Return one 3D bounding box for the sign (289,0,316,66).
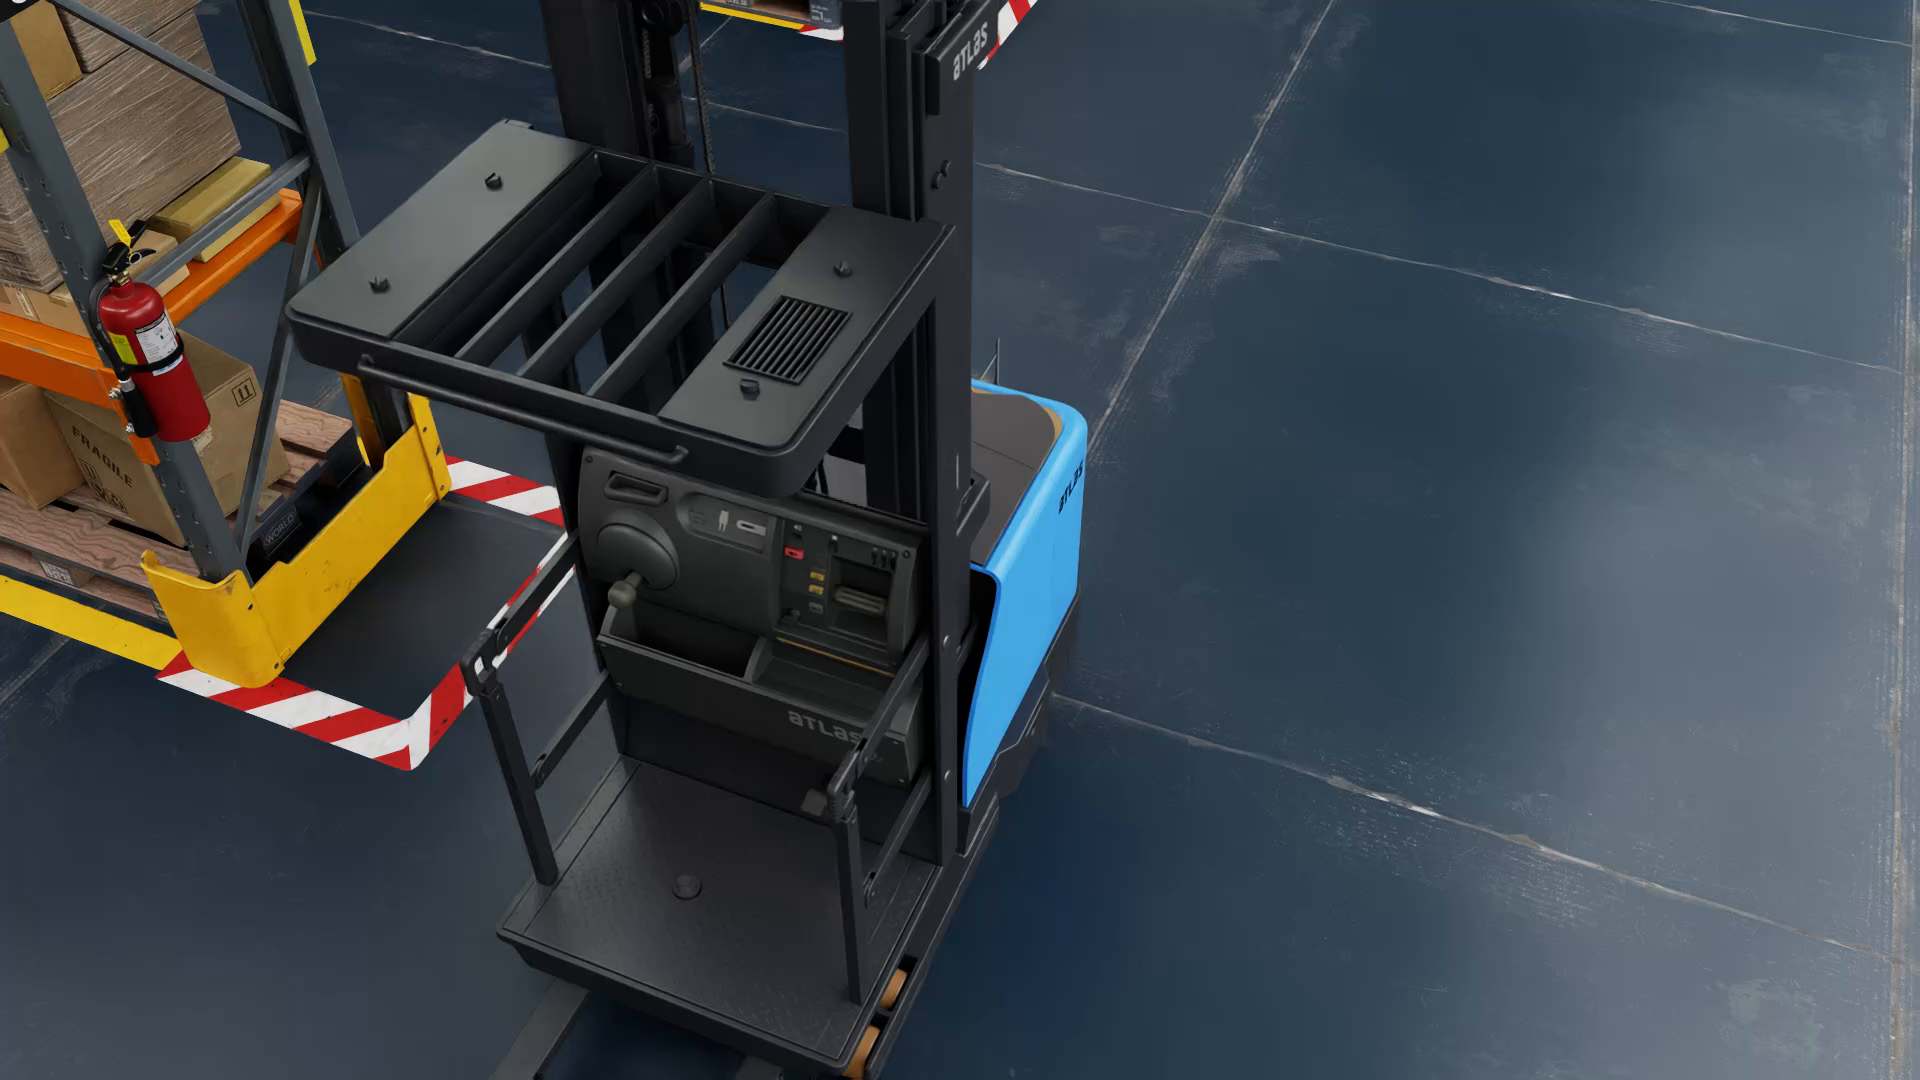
[{"bbox_3d":[-2.060,-1.603,5.121,0.005,0.325,0.100,16,47,16],"label":"sign"}]

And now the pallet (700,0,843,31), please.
[{"bbox_3d":[-1.034,-3.322,9.439,1.213,0.211,1.003,16,47,16],"label":"pallet"}]

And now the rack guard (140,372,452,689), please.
[{"bbox_3d":[-2.339,-0.078,5.974,0.348,0.500,1.175,16,47,16],"label":"rack guard"}]

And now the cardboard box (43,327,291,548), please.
[{"bbox_3d":[-2.839,-0.386,5.986,0.500,0.500,0.500,25,50,23],"label":"cardboard box"}]

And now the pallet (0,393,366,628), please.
[{"bbox_3d":[-3.075,-0.219,6.320,1.213,0.211,1.003,16,47,16],"label":"pallet"}]

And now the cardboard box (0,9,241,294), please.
[{"bbox_3d":[-2.766,-1.251,5.099,0.500,0.500,0.875,16,47,16],"label":"cardboard box"}]

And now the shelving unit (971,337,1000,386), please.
[{"bbox_3d":[-0.007,-0.321,5.935,0.210,0.900,0.258,16,47,16],"label":"shelving unit"}]

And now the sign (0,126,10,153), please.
[{"bbox_3d":[-2.501,-1.110,4.194,0.005,0.325,0.100,16,47,16],"label":"sign"}]

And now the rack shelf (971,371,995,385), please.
[{"bbox_3d":[-0.007,-0.489,5.768,0.200,0.077,0.258,16,47,16],"label":"rack shelf"}]

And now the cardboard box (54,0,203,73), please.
[{"bbox_3d":[-2.671,-1.765,4.907,0.500,0.500,0.500,16,47,16],"label":"cardboard box"}]

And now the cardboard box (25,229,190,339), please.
[{"bbox_3d":[-2.611,-0.797,5.103,0.250,0.149,0.380,16,47,16],"label":"cardboard box"}]

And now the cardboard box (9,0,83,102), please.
[{"bbox_3d":[-2.872,-1.427,4.567,0.500,0.500,0.500,16,47,16],"label":"cardboard box"}]

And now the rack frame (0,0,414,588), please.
[{"bbox_3d":[-2.269,-0.943,5.071,0.127,3.000,1.000,16,47,16],"label":"rack frame"}]

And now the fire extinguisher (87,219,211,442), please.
[{"bbox_3d":[-2.341,-0.585,4.766,0.183,0.674,0.296,16,47,16],"label":"fire extinguisher"}]

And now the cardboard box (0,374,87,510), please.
[{"bbox_3d":[-3.404,-0.526,6.127,0.500,0.500,0.500,29,52,26],"label":"cardboard box"}]

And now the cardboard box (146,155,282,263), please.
[{"bbox_3d":[-2.440,-1.087,5.394,0.250,0.149,0.380,16,47,16],"label":"cardboard box"}]

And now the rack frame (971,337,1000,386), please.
[{"bbox_3d":[0.086,-0.294,5.907,0.006,0.900,0.240,16,47,16],"label":"rack frame"}]

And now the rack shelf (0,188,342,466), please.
[{"bbox_3d":[-4.115,-1.231,5.871,4.000,0.370,1.077,16,47,16],"label":"rack shelf"}]

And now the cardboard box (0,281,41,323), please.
[{"bbox_3d":[-2.842,-0.865,5.171,0.250,0.149,0.380,16,47,16],"label":"cardboard box"}]

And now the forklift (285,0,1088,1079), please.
[{"bbox_3d":[-0.625,0.143,4.028,1.130,2.935,3.031,16,47,16],"label":"forklift"}]
